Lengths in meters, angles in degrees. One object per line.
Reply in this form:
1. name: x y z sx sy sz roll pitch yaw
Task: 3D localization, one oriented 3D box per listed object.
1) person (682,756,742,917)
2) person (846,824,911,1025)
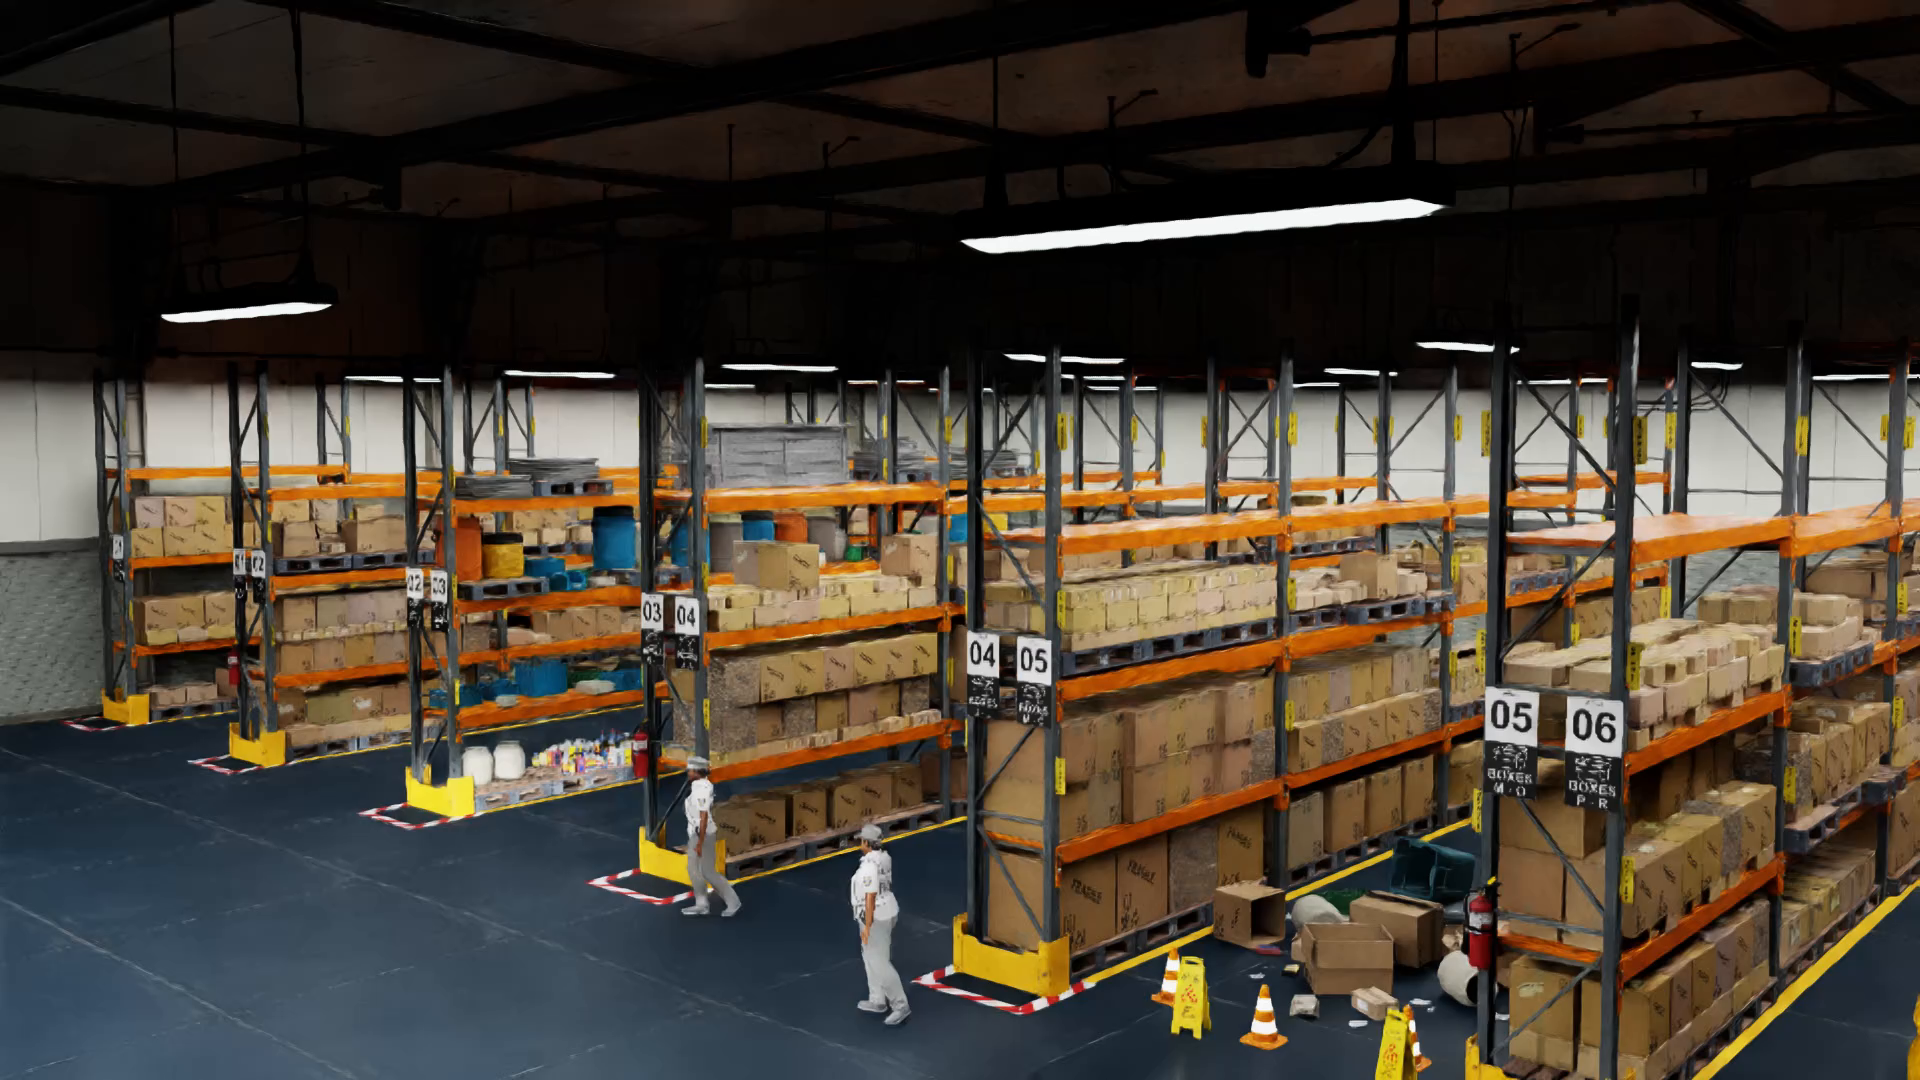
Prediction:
1. person: -2.584 3.073 17.252 0.615 1.652 0.544 -1 4 -11
2. person: -0.682 3.292 14.366 0.551 1.655 0.597 1 4 13
